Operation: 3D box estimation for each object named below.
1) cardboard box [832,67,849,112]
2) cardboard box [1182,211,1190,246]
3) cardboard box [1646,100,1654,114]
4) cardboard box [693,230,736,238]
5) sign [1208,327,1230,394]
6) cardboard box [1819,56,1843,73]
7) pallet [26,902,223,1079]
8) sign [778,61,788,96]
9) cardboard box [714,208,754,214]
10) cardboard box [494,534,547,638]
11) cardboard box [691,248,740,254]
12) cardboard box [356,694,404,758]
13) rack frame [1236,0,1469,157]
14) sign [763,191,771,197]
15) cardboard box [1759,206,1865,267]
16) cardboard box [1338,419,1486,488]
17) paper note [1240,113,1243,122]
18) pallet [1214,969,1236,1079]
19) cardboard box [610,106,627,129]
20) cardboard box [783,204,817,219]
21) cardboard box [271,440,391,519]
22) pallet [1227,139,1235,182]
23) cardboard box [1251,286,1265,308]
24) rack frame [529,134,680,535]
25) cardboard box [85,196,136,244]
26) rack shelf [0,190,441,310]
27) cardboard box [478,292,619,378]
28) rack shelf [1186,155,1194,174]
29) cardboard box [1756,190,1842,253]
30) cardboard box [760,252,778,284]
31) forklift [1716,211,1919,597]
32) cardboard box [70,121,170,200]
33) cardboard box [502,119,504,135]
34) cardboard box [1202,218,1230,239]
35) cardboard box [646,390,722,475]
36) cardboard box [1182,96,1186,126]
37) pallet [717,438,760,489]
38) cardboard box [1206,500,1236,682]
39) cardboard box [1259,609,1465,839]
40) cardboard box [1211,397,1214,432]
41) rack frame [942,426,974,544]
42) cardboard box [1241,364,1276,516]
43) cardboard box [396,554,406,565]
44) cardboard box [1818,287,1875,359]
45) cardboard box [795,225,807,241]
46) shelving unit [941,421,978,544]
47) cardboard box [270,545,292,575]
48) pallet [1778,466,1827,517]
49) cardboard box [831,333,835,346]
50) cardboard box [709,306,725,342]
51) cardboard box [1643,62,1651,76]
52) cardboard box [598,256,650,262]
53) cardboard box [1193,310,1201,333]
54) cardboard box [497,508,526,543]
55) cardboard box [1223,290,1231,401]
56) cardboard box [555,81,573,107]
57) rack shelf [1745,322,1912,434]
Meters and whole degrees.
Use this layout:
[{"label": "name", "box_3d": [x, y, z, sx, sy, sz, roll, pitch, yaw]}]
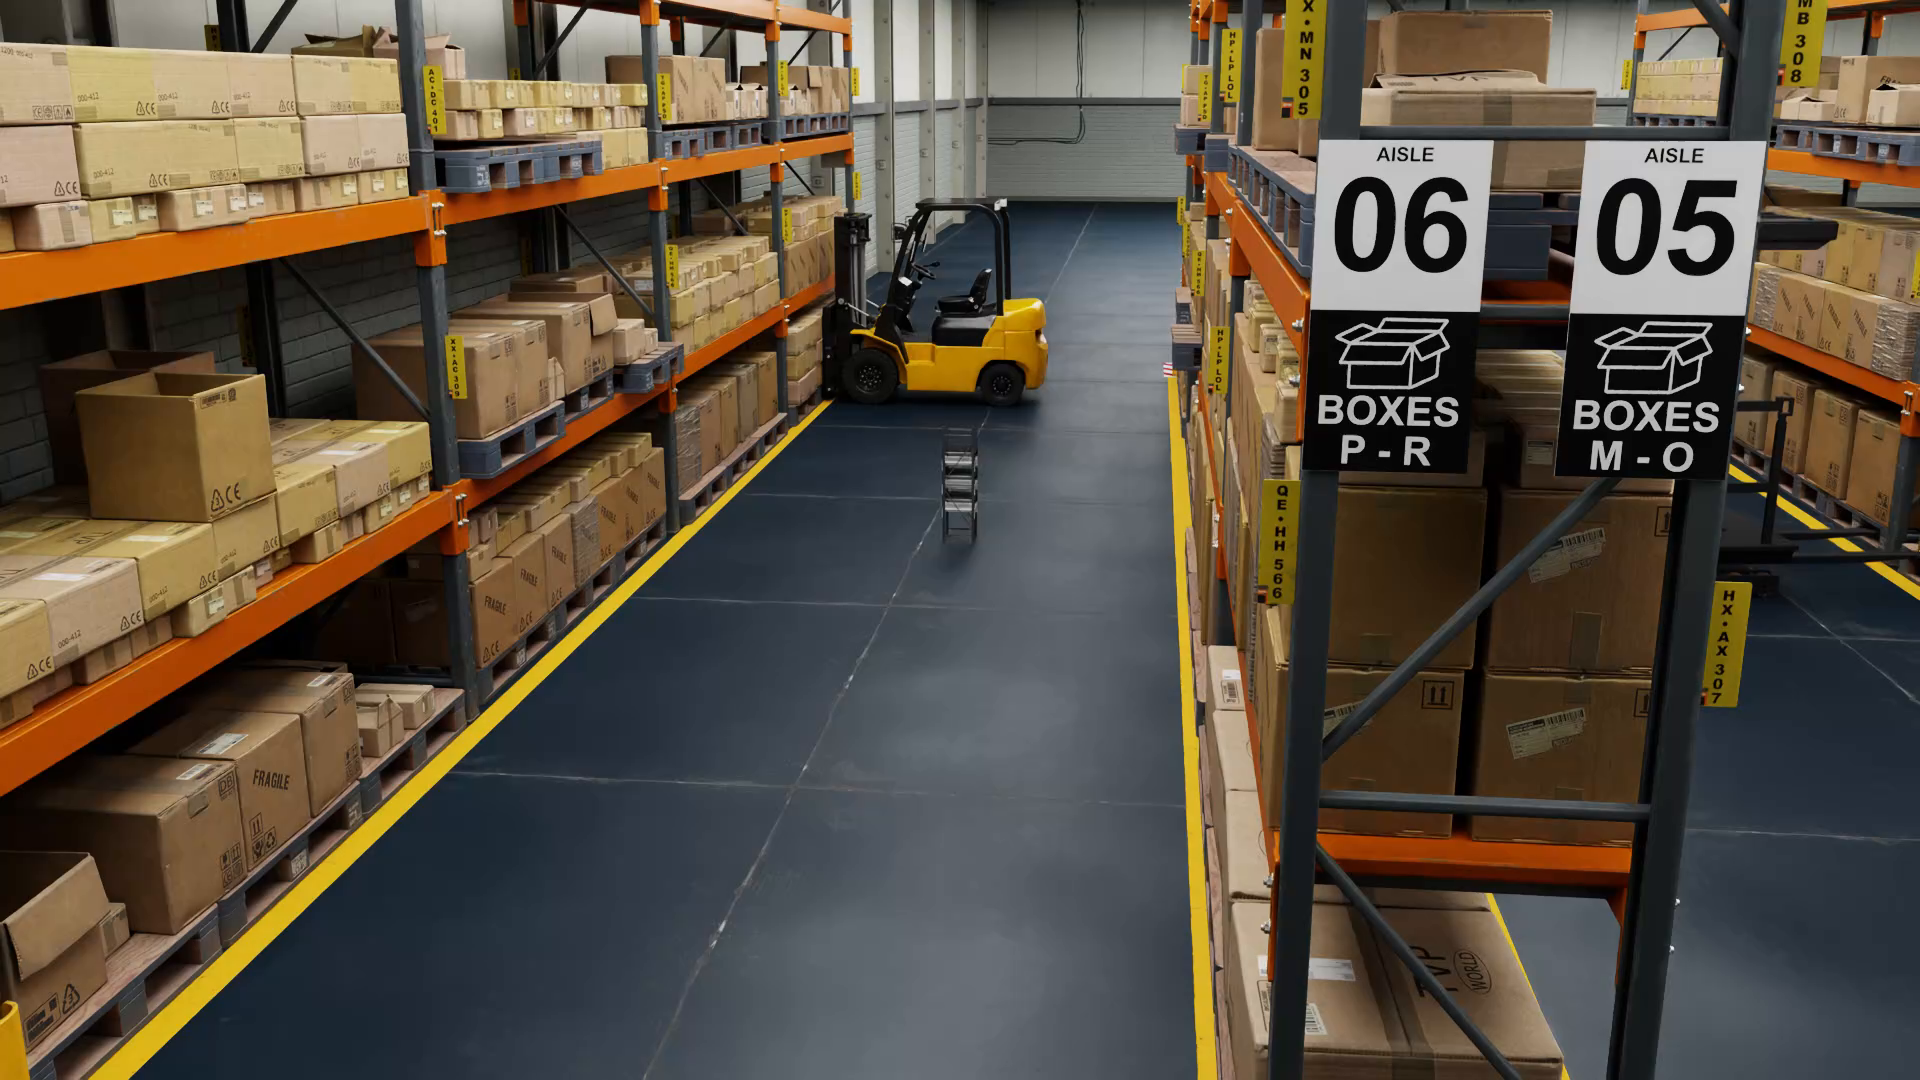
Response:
[{"label": "cardboard box", "box_3d": [-1.585, -5.221, 19.289, 0.500, 0.500, 0.500, 2, 15, 8]}, {"label": "cardboard box", "box_3d": [2.826, -3.528, 19.200, 0.500, 0.500, 0.500, 1, 15, 5]}, {"label": "cardboard box", "box_3d": [7.671, -4.698, 18.028, 0.380, 0.149, 0.250, 2, 15, 6]}, {"label": "cardboard box", "box_3d": [-2.448, -3.011, 16.615, 0.380, 0.149, 0.250, 2, 15, 6]}, {"label": "sign", "box_3d": [1.261, -0.872, 8.075, 0.100, 0.325, 0.005, 2, 15, 6]}, {"label": "cardboard box", "box_3d": [8.012, -4.340, 15.178, 0.380, 0.149, 0.250, 2, 15, 7]}, {"label": "pallet", "box_3d": [-3.485, 1.674, 6.068, 1.003, 0.211, 1.213, 2, 15, 6]}, {"label": "sign", "box_3d": [-1.688, -4.394, 15.826, 0.100, 0.325, 0.005, 2, 15, 6]}, {"label": "cardboard box", "box_3d": [-2.392, -3.421, 17.564, 0.380, 0.149, 0.250, 1, 15, 5]}, {"label": "cardboard box", "box_3d": [-2.803, 0.263, 9.925, 0.500, 0.500, 0.500, 1, 15, 6]}, {"label": "cardboard box", "box_3d": [-2.161, -2.492, 14.698, 0.380, 0.149, 0.250, 2, 15, 7]}, {"label": "cardboard box", "box_3d": [-2.943, 0.880, 8.096, 0.396, 0.266, 0.258, 2, 15, 8]}, {"label": "rack frame", "box_3d": [1.801, -3.234, 7.383, 1.000, 3.000, 0.127, 2, 15, 6]}, {"label": "sign", "box_3d": [-2.328, -4.070, 20.156, 0.100, 0.325, 0.005, 2, 15, 6]}, {"label": "cardboard box", "box_3d": [7.583, -2.695, 14.776, 0.700, 0.500, 0.500, 1, 15, 5]}, {"label": "cardboard box", "box_3d": [1.191, -0.244, 4.467, 0.380, 0.149, 0.250, 2, 15, 7]}, {"label": "paper note", "box_3d": [1.008, -1.515, 5.960, 0.006, 0.032, 0.123, 2, 15, 6]}, {"label": "pallet", "box_3d": [1.362, 1.836, 5.468, 1.003, 0.211, 1.213, 2, 15, 6]}, {"label": "cardboard box", "box_3d": [-2.530, -2.923, 11.503, 0.380, 0.149, 0.250, 1, 15, 5]}, {"label": "cardboard box", "box_3d": [-1.776, -3.603, 18.238, 0.380, 0.149, 0.250, 2, 15, 7]}, {"label": "cardboard box", "box_3d": [-2.988, -0.285, 7.686, 0.500, 0.250, 0.500, 2, 15, 6]}, {"label": "pallet", "box_3d": [2.109, -2.274, 9.939, 1.003, 0.211, 1.213, 2, 15, 9]}, {"label": "cardboard box", "box_3d": [1.495, -1.041, 7.415, 0.380, 0.149, 0.250, 2, 15, 7]}, {"label": "rack frame", "box_3d": [-2.680, -1.521, 12.539, 1.000, 3.000, 0.127, 2, 15, 6]}, {"label": "cardboard box", "box_3d": [-3.114, -1.113, 5.766, 0.380, 0.149, 0.250, 2, 15, 6]}, {"label": "rack shelf", "box_3d": [-3.357, -1.065, 6.487, 1.077, 0.370, 4.000, 2, 15, 6]}, {"label": "cardboard box", "box_3d": [-2.680, -1.344, 10.885, 0.797, 0.503, 0.637, 1, 15, 5]}, {"label": "rack shelf", "box_3d": [2.929, -4.032, 17.460, 1.077, 0.370, 4.000, 2, 15, 6]}, {"label": "cardboard box", "box_3d": [7.709, -2.982, 15.586, 0.875, 0.550, 0.550, 2, 15, 6]}, {"label": "cardboard box", "box_3d": [-2.030, -2.592, 15.832, 0.500, 0.250, 0.500, 1, 15, 5]}, {"label": "forklift", "box_3d": [5.136, -1.167, 11.362, 3.031, 2.935, 1.130, -1, 15, -2]}, {"label": "cardboard box", "box_3d": [-3.154, -1.337, 5.830, 0.500, 0.250, 0.500, 1, 15, 5]}, {"label": "cardboard box", "box_3d": [-2.708, -2.261, 9.018, 0.380, 0.149, 0.250, 2, 15, 7]}, {"label": "cardboard box", "box_3d": [2.157, -2.516, 13.411, 0.380, 0.149, 0.250, 1, 15, 4]}, {"label": "cardboard box", "box_3d": [-2.530, -0.908, 14.019, 0.875, 0.625, 0.625, 2, 15, 8]}, {"label": "cardboard box", "box_3d": [2.183, -3.720, 14.409, 0.500, 0.250, 0.500, 1, 15, 6]}, {"label": "pallet", "box_3d": [-2.408, -0.703, 14.856, 1.003, 0.211, 1.213, 2, 15, 6]}, {"label": "cardboard box", "box_3d": [1.791, 0.322, 8.992, 0.875, 0.875, 0.875, 2, 15, 8]}, {"label": "cardboard box", "box_3d": [1.141, 0.518, 4.807, 0.500, 0.500, 0.500, 2, 15, 7]}, {"label": "cardboard box", "box_3d": [1.790, -0.786, 10.109, 0.500, 0.250, 0.500, 2, 15, 6]}, {"label": "rack frame", "box_3d": [-0.012, -0.406, 12.439, 0.240, 0.900, 0.006, 2, 15, 6]}, {"label": "cardboard box", "box_3d": [1.315, -0.359, 6.134, 0.500, 0.500, 0.500, 2, 15, 6]}, {"label": "cardboard box", "box_3d": [-3.352, 0.035, 9.527, 0.380, 0.149, 0.250, 2, 15, 6]}, {"label": "cardboard box", "box_3d": [7.080, -1.688, 12.966, 0.500, 0.500, 0.500, 1, 15, 5]}, {"label": "cardboard box", "box_3d": [-1.800, -3.192, 17.286, 0.380, 0.149, 0.250, 2, 15, 7]}, {"label": "shelving unit", "box_3d": [-0.001, -0.432, 12.537, 0.258, 0.900, 0.210, 2, 15, 6]}, {"label": "cardboard box", "box_3d": [-3.127, 0.062, 7.166, 0.380, 0.149, 0.250, 2, 15, 7]}, {"label": "pallet", "box_3d": [7.486, -0.428, 13.839, 1.003, 0.211, 1.213, 2, 15, 6]}, {"label": "cardboard box", "box_3d": [-1.686, -2.183, 18.494, 0.500, 0.250, 0.500, 2, 15, 6]}, {"label": "cardboard box", "box_3d": [-2.274, -1.820, 13.935, 0.500, 0.250, 0.500, 1, 15, 4]}, {"label": "cardboard box", "box_3d": [7.702, -5.151, 18.177, 0.380, 0.149, 0.250, 2, 15, 7]}, {"label": "cardboard box", "box_3d": [-2.826, -2.307, 14.014, 0.380, 0.149, 0.250, 1, 15, 5]}, {"label": "cardboard box", "box_3d": [1.998, -1.687, 12.832, 0.380, 0.149, 0.250, 2, 15, 6]}, {"label": "cardboard box", "box_3d": [-2.837, -0.090, 9.991, 0.380, 0.149, 0.250, 1, 15, 5]}, {"label": "cardboard box", "box_3d": [1.602, -0.992, 8.478, 0.500, 0.500, 0.500, 2, 15, 8]}, {"label": "cardboard box", "box_3d": [-2.546, -2.670, 9.960, 0.380, 0.149, 0.250, 2, 15, 7]}, {"label": "rack shelf", "box_3d": [7.408, -1.427, 13.572, 1.077, 0.370, 4.000, 2, 15, 6]}]
